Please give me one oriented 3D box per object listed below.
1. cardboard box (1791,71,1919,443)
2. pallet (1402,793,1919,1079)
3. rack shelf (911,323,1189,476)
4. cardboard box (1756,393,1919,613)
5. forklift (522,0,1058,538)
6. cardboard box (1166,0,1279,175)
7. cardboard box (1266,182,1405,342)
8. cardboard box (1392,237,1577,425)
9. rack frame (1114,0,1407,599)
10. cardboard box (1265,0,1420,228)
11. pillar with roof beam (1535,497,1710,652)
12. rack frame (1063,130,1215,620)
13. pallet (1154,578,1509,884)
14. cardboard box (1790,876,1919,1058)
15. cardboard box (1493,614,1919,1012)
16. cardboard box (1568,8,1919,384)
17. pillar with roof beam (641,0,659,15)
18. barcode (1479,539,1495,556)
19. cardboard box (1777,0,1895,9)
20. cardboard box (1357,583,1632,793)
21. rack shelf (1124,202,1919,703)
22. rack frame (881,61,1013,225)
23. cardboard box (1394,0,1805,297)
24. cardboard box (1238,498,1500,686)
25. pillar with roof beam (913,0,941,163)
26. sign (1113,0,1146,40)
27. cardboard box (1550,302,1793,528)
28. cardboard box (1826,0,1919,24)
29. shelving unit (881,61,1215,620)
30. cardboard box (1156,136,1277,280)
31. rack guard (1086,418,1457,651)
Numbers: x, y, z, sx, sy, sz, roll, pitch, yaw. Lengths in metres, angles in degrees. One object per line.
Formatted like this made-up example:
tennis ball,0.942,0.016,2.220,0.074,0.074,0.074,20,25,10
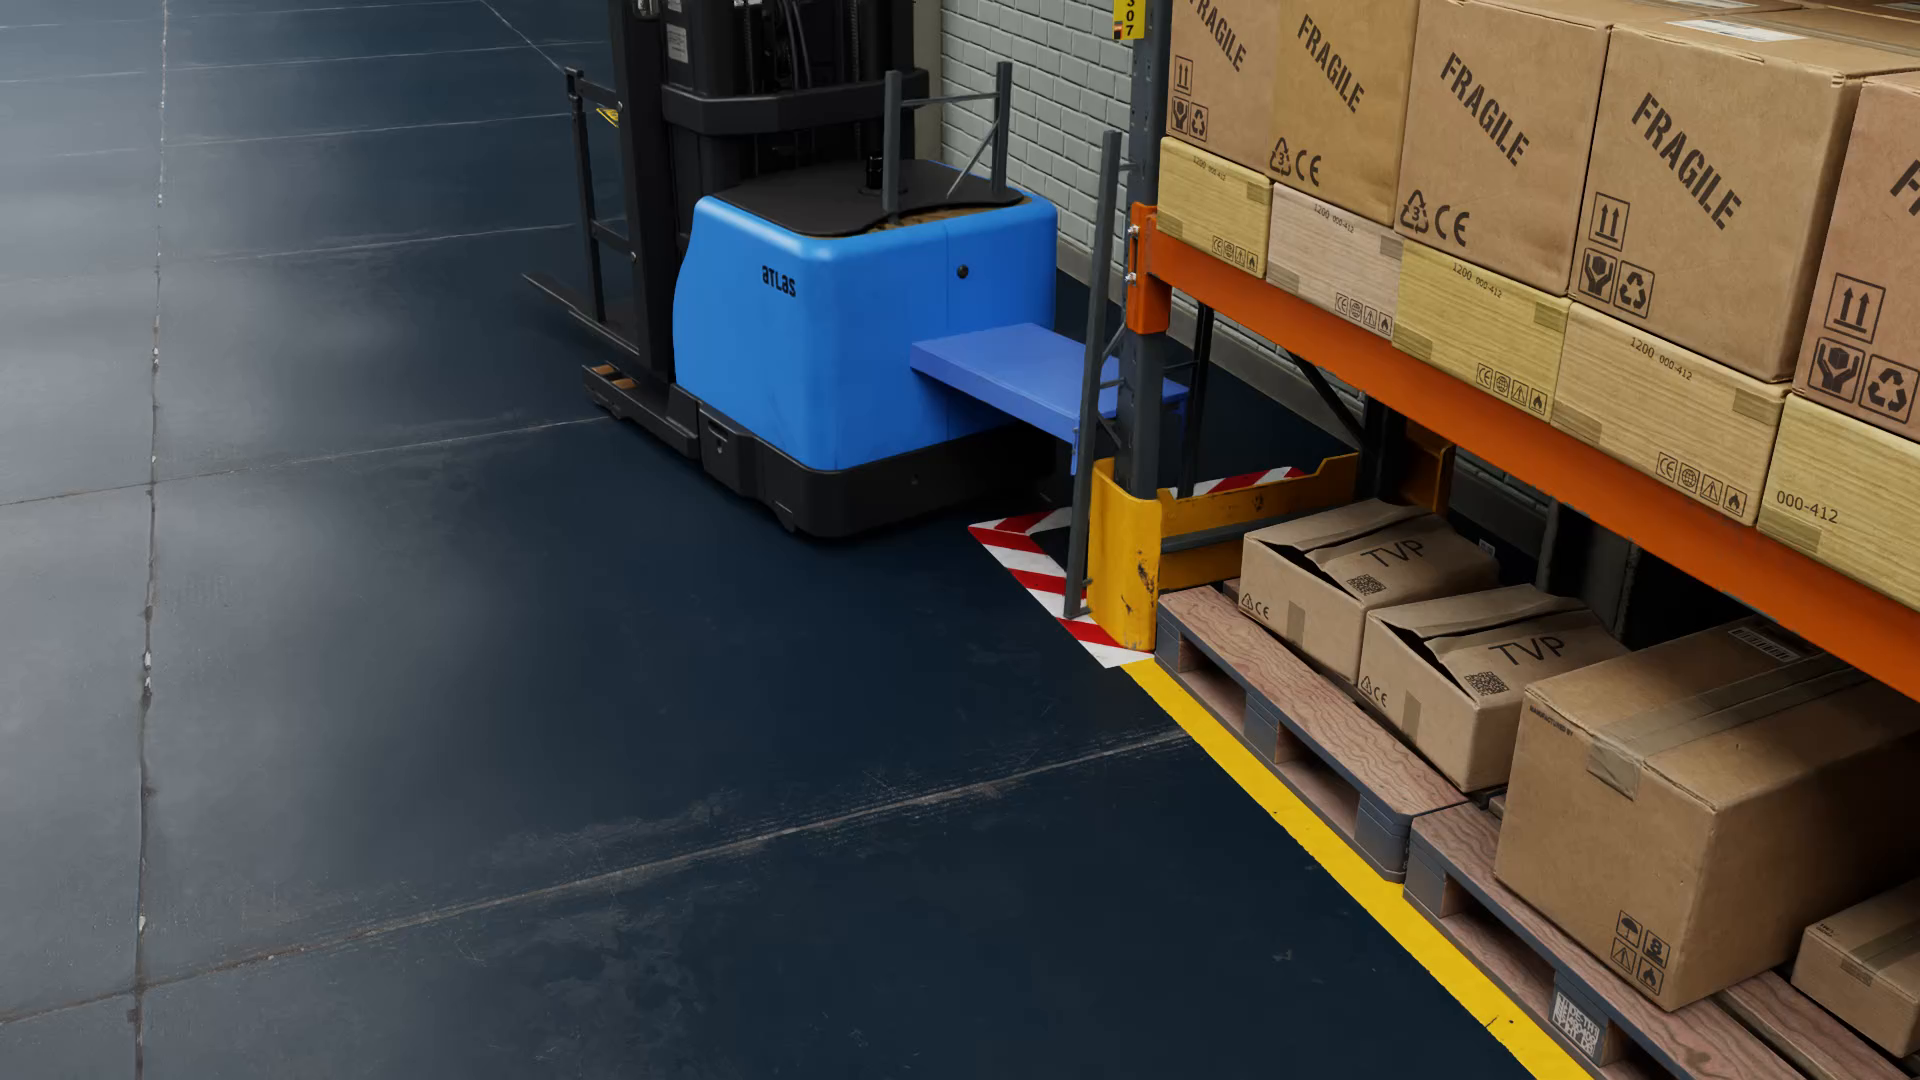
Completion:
cardboard box,1.665,-0.408,2.459,0.500,0.500,0.500,-11,28,-22
pallet,1.745,0.909,3.648,1.003,0.211,1.213,-11,28,-21
rack shelf,0.240,-0.512,5.433,0.538,0.185,1.000,-16,31,-35
cardboard box,1.659,-0.069,2.621,0.500,0.250,0.500,-11,28,-21
forklift,-0.910,-1.916,6.333,1.130,2.935,3.031,-17,31,-31
cardboard box,0.866,-1.235,4.153,0.500,0.500,0.500,-11,28,-21
cardboard box,1.071,-0.683,3.879,0.500,0.250,0.500,-11,28,-22
cardboard box,1.265,-0.477,3.456,0.500,0.250,0.500,-11,28,-21
rack frame,0.956,-1.200,4.790,1.000,3.000,0.127,-11,28,-21
cardboard box,1.051,-1.033,3.741,0.500,0.500,0.500,-10,28,-20
pillar with roof beam,-1.935,-3.023,1.684,9.100,9.000,0.400,-11,28,-21
rack frame,0.562,-0.492,5.001,0.500,1.500,0.032,-16,31,-35
pallet,1.271,0.417,4.655,1.003,0.211,1.213,-11,28,-21
cardboard box,1.914,0.849,3.341,0.380,0.149,0.250,-13,29,-25
cardboard box,1.609,0.555,3.543,0.700,0.500,0.500,-12,29,-24
cardboard box,1.460,-0.617,2.889,0.500,0.500,0.500,-10,28,-19
pillar with roof beam,-6.635,-7.867,11.606,9.100,9.000,0.400,-11,28,-21
barcode,1.519,0.039,4.803,0.001,0.075,0.075,-11,28,-21
cardboard box,1.731,-0.912,3.493,0.500,0.500,0.500,-11,28,-22
cardboard box,1.367,0.335,4.208,0.500,0.311,0.500,-8,27,-16
rack shelf,1.739,-0.070,3.294,1.077,0.370,4.000,-11,28,-21
rack frame,-0.066,-0.858,5.713,0.500,1.500,0.032,-16,31,-35
cardboard box,1.247,-0.824,3.312,0.500,0.500,0.500,-12,28,-22
cardboard box,1.144,0.105,4.680,0.500,0.311,0.500,-14,29,-26
pillar with roof beam,-4.285,-5.445,6.645,9.100,9.000,0.400,-11,28,-21
sign,0.457,-1.496,4.409,0.100,0.325,0.005,-11,28,-21
cardboard box,1.461,-0.272,3.037,0.500,0.250,0.500,-10,28,-20
cardboard box,1.928,-0.709,3.077,0.500,0.500,0.500,-10,28,-20
shelving unit,0.248,-0.675,5.357,0.538,1.500,1.048,-16,31,-35
cardboard box,0.855,-0.891,4.303,0.500,0.250,0.500,-11,28,-22
rack guard,0.986,-0.047,5.276,1.175,0.500,0.348,-11,28,-21
